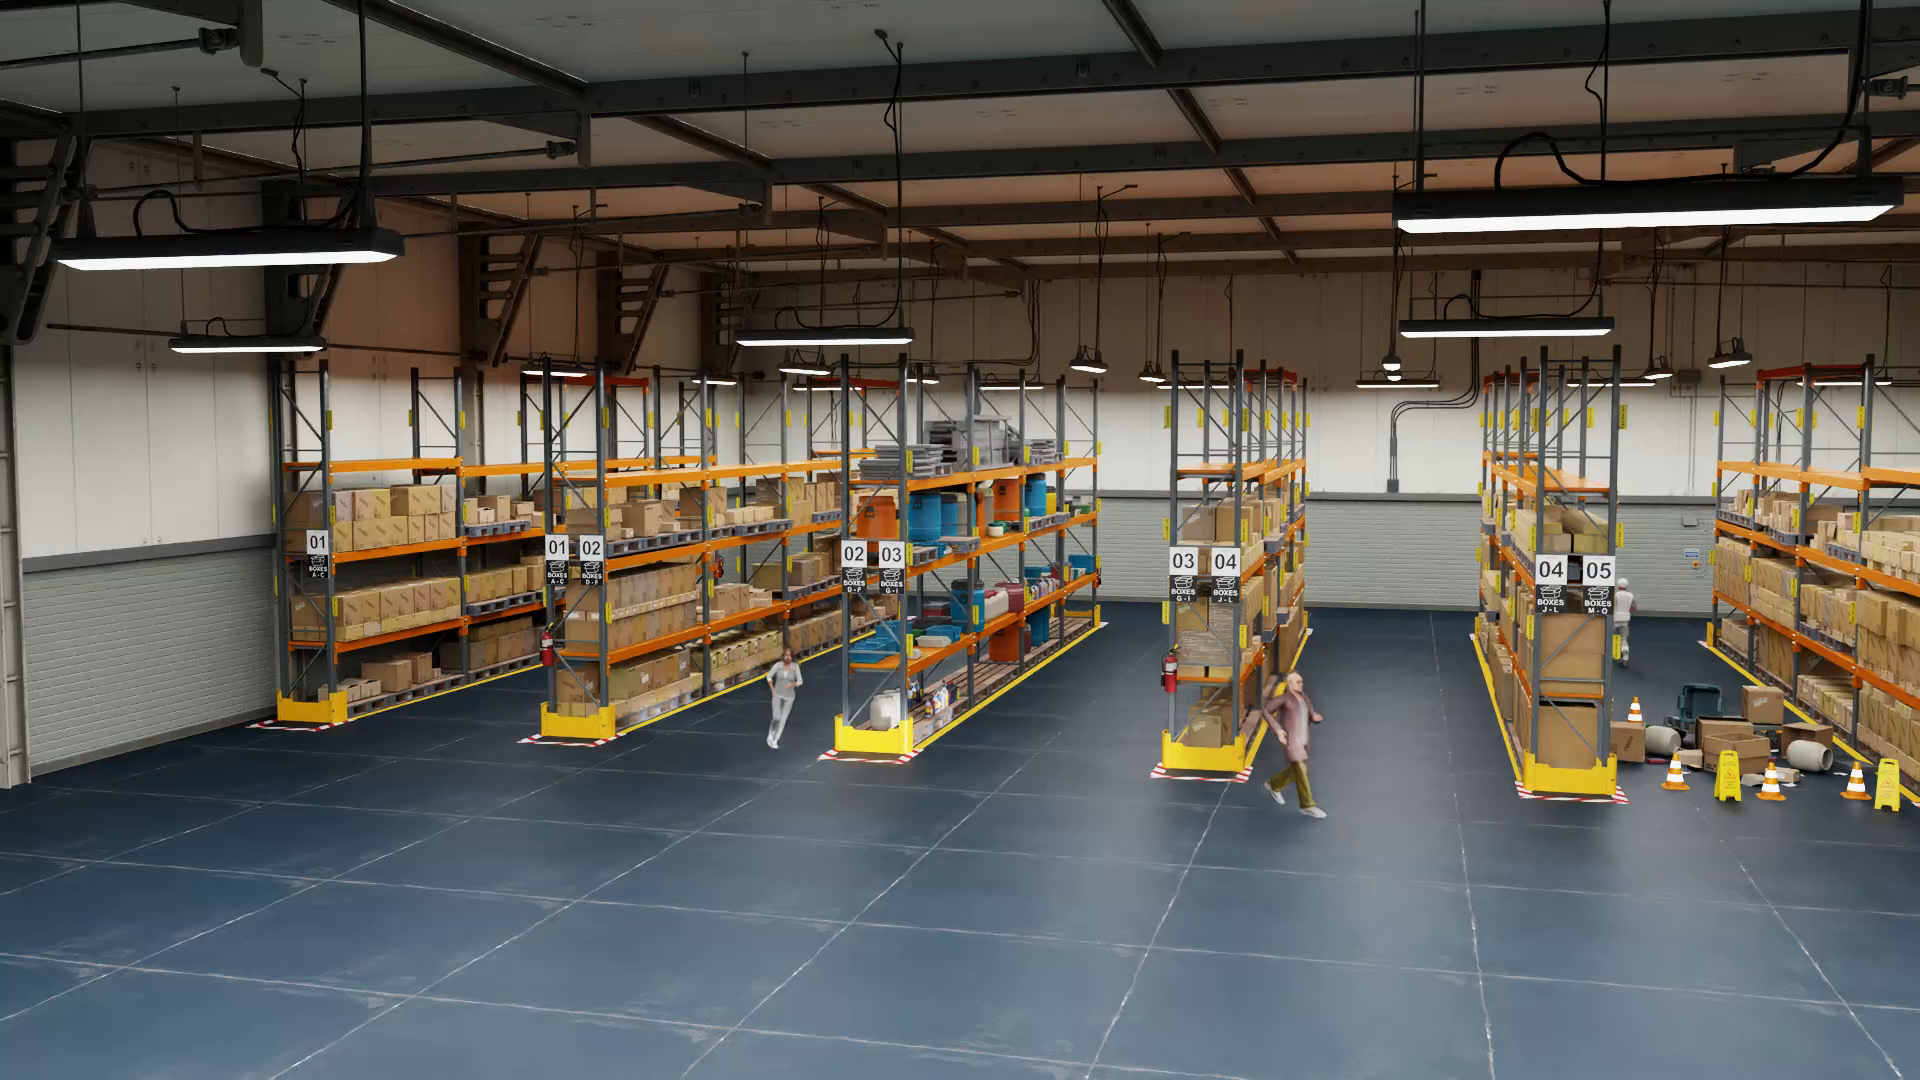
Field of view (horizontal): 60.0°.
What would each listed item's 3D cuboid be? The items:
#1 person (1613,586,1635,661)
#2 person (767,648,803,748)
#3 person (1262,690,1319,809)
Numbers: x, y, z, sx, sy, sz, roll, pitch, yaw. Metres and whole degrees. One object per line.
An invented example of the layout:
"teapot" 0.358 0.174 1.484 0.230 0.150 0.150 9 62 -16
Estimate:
"person" 13.512 1.642 34.088 0.636 1.636 0.620 0 4 5
"person" -2.674 2.410 25.368 0.545 1.543 0.549 -1 4 -11
"person" 4.213 2.632 21.166 0.704 1.478 0.845 -4 5 -41
